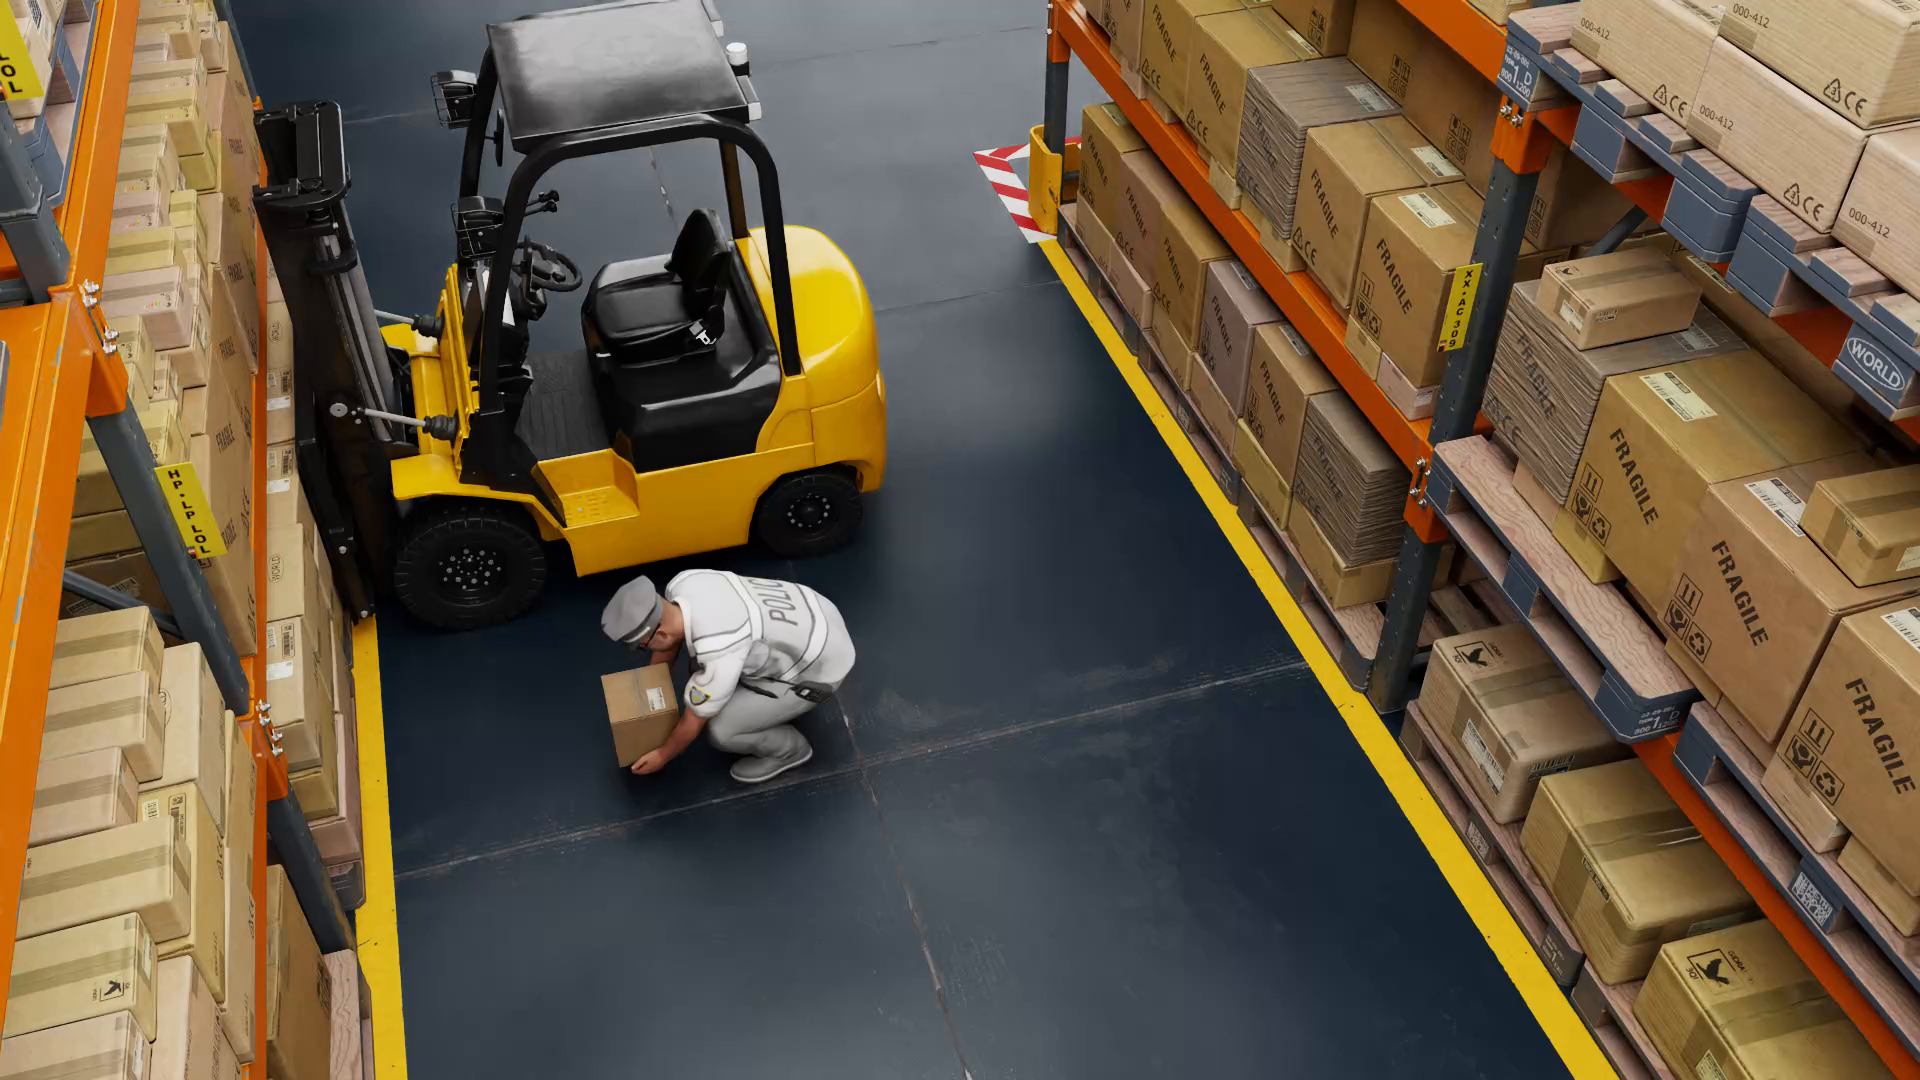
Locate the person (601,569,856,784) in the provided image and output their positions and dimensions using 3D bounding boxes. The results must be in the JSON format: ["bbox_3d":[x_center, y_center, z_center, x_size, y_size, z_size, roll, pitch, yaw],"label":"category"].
[{"bbox_3d":[-0.844,0.462,6.203,0.904,1.010,0.568,-12,43,-13],"label":"person"}]
